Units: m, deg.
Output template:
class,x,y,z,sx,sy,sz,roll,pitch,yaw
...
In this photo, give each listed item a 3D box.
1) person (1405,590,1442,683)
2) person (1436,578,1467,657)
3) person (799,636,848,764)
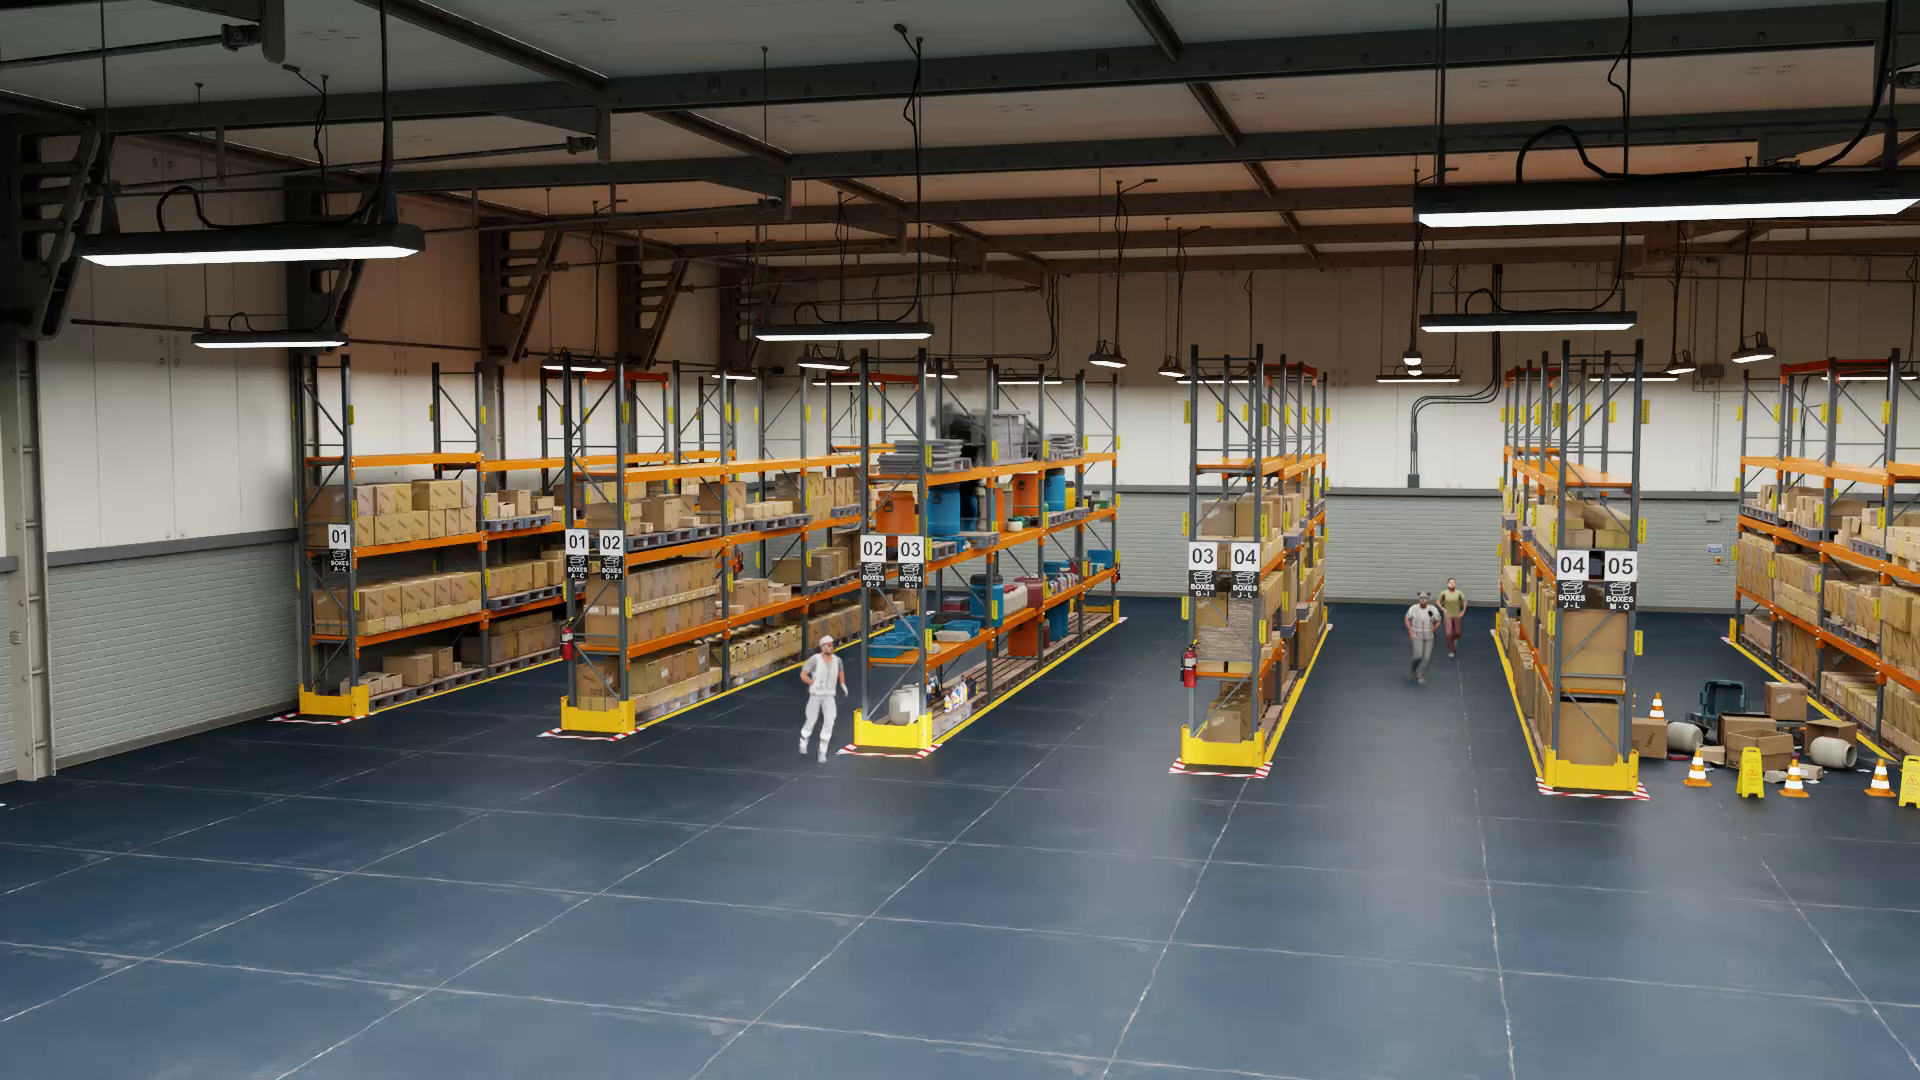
class,x,y,z,sx,sy,sz,roll,pitch,yaw
person,8.630,1.807,30.947,0.644,1.752,0.606,1,4,11
person,10.260,1.599,34.721,0.614,1.632,0.571,1,4,9
person,-1.976,2.298,24.234,0.730,1.820,0.726,-2,5,-23
